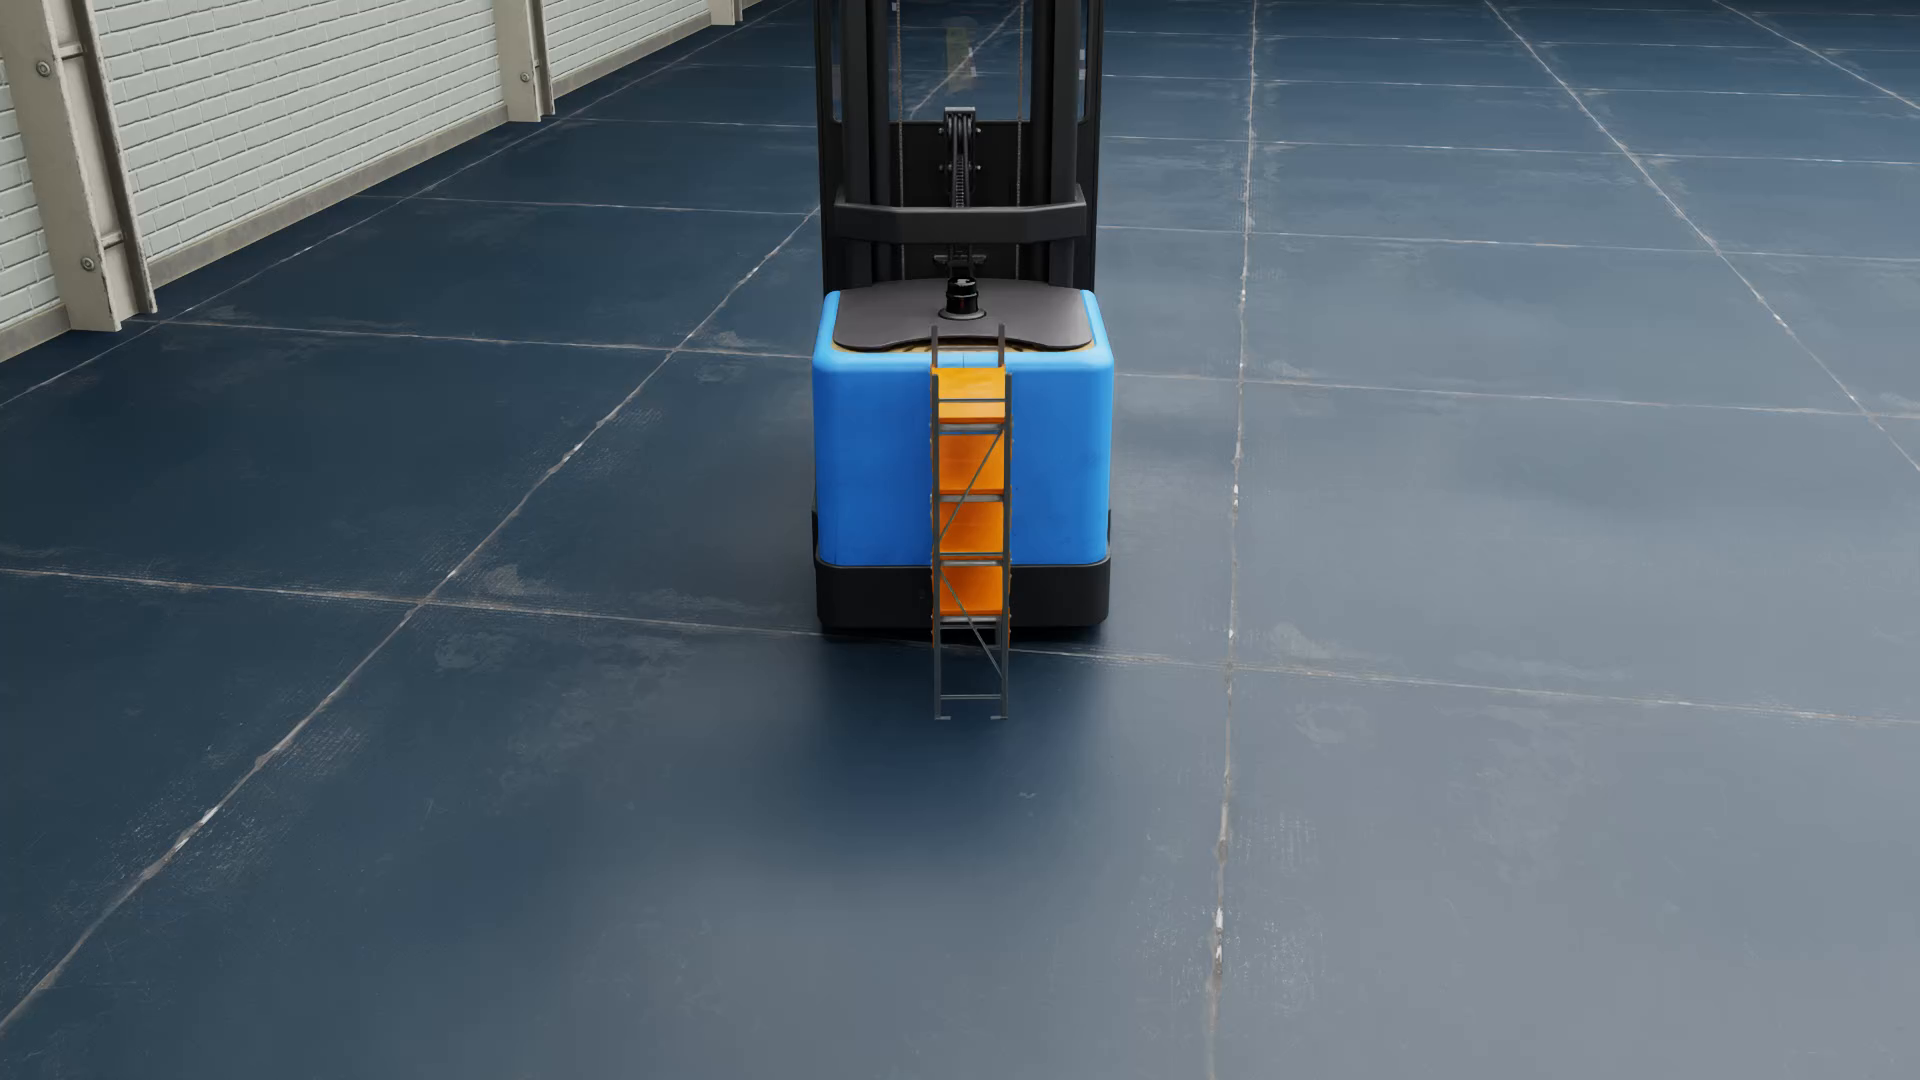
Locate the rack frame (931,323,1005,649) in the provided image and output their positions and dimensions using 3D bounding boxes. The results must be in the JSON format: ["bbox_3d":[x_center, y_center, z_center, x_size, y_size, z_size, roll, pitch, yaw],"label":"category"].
[{"bbox_3d":[0.026,-0.160,5.676,0.240,1.200,0.015,0,25,-1],"label":"rack frame"}]

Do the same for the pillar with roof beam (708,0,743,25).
[{"bbox_3d":[1.410,-10.045,17.594,9.100,9.000,0.400,4,25,9],"label":"pillar with roof beam"}]

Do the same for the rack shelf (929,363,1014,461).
[{"bbox_3d":[0.031,-0.412,5.289,0.258,0.148,0.480,0,25,-1],"label":"rack shelf"}]

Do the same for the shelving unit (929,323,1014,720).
[{"bbox_3d":[0.031,-0.057,5.456,0.258,1.200,0.503,0,25,-1],"label":"shelving unit"}]

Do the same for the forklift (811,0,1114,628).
[{"bbox_3d":[-0.009,-1.593,6.696,1.130,2.935,3.031,0,25,-1],"label":"forklift"}]

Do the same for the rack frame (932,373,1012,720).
[{"bbox_3d":[0.036,0.047,5.235,0.240,1.200,0.015,0,25,-1],"label":"rack frame"}]

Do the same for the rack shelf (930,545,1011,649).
[{"bbox_3d":[0.031,0.184,5.568,0.258,0.148,0.480,0,25,-1],"label":"rack shelf"}]

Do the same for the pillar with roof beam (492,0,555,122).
[{"bbox_3d":[0.430,-7.535,12.233,9.100,9.000,0.400,4,25,9],"label":"pillar with roof beam"}]

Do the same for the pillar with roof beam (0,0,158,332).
[{"bbox_3d":[-0.551,-5.026,6.872,9.100,9.000,0.400,4,25,9],"label":"pillar with roof beam"}]

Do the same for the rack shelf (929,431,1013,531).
[{"bbox_3d":[0.031,-0.198,5.389,0.258,0.148,0.480,0,25,-1],"label":"rack shelf"}]

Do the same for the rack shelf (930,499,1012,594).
[{"bbox_3d":[0.031,0.004,5.484,0.258,0.148,0.480,0,25,-1],"label":"rack shelf"}]
